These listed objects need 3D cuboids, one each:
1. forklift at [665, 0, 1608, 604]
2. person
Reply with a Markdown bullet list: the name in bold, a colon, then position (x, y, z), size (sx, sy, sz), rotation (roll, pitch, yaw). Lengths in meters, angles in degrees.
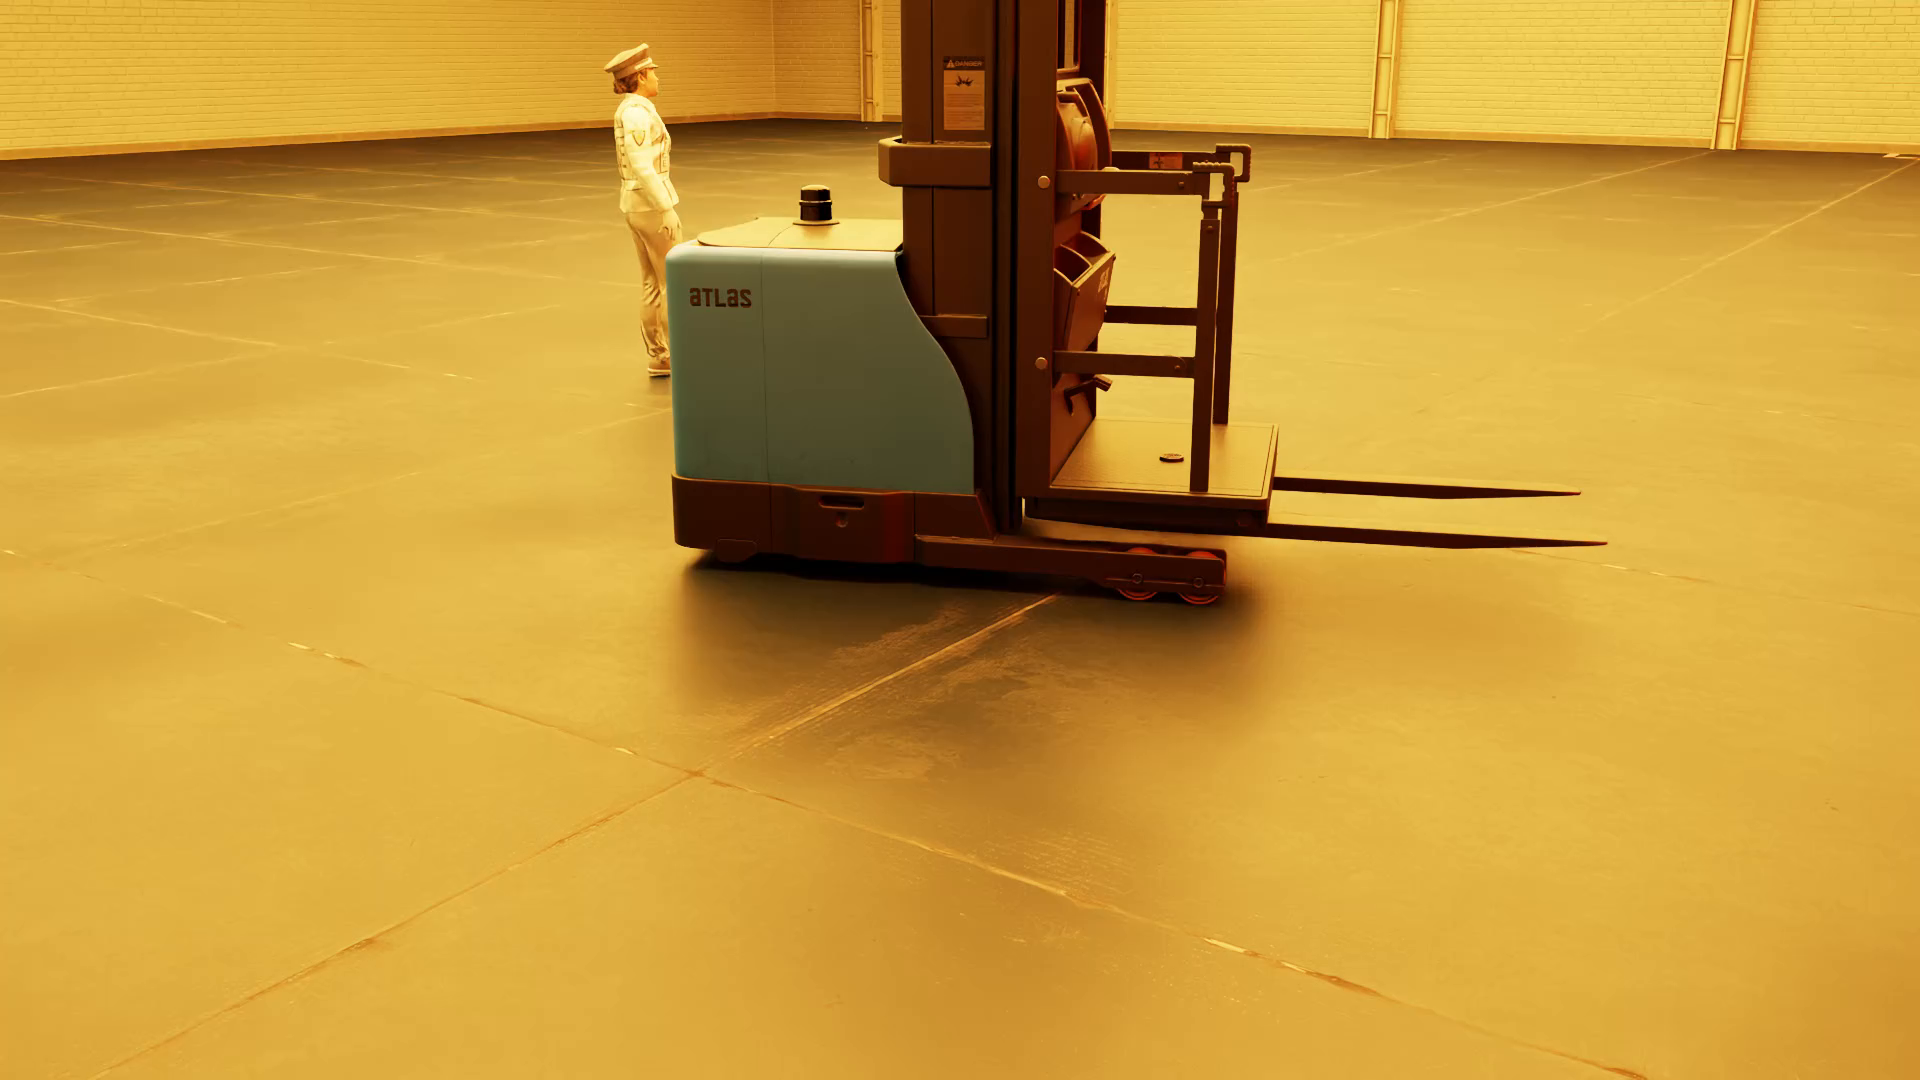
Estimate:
- **forklift**: position (0.595, -1.367, 5.404), size (3.031, 2.935, 1.130), rotation (4, 17, 12)
- **person**: position (-1.533, -1.701, 8.653), size (0.530, 1.694, 0.586), rotation (-5, 17, -18)
